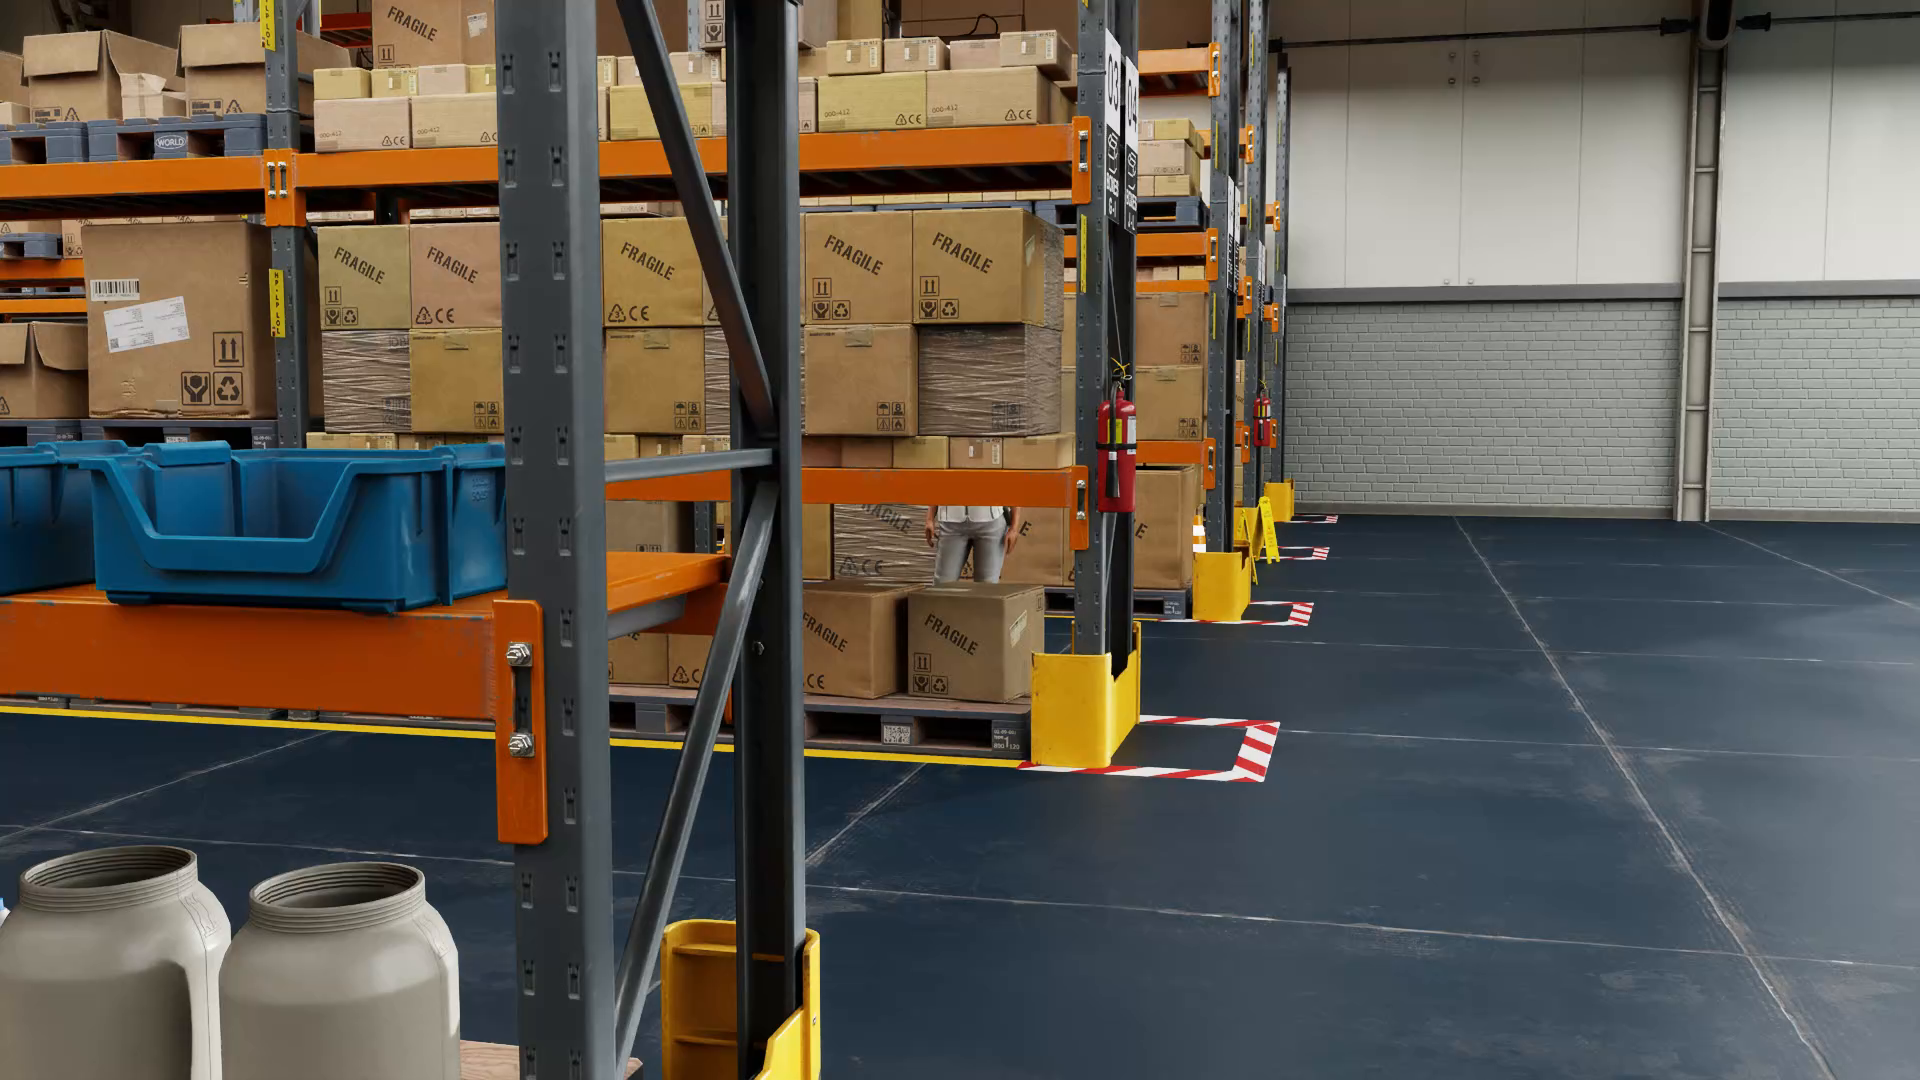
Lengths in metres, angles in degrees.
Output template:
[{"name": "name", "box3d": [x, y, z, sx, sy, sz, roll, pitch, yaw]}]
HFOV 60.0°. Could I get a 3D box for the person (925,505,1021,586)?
[{"name": "person", "box3d": [0.044, -0.052, 9.738, 0.599, 1.670, 0.525, 1, 5, 14]}]
